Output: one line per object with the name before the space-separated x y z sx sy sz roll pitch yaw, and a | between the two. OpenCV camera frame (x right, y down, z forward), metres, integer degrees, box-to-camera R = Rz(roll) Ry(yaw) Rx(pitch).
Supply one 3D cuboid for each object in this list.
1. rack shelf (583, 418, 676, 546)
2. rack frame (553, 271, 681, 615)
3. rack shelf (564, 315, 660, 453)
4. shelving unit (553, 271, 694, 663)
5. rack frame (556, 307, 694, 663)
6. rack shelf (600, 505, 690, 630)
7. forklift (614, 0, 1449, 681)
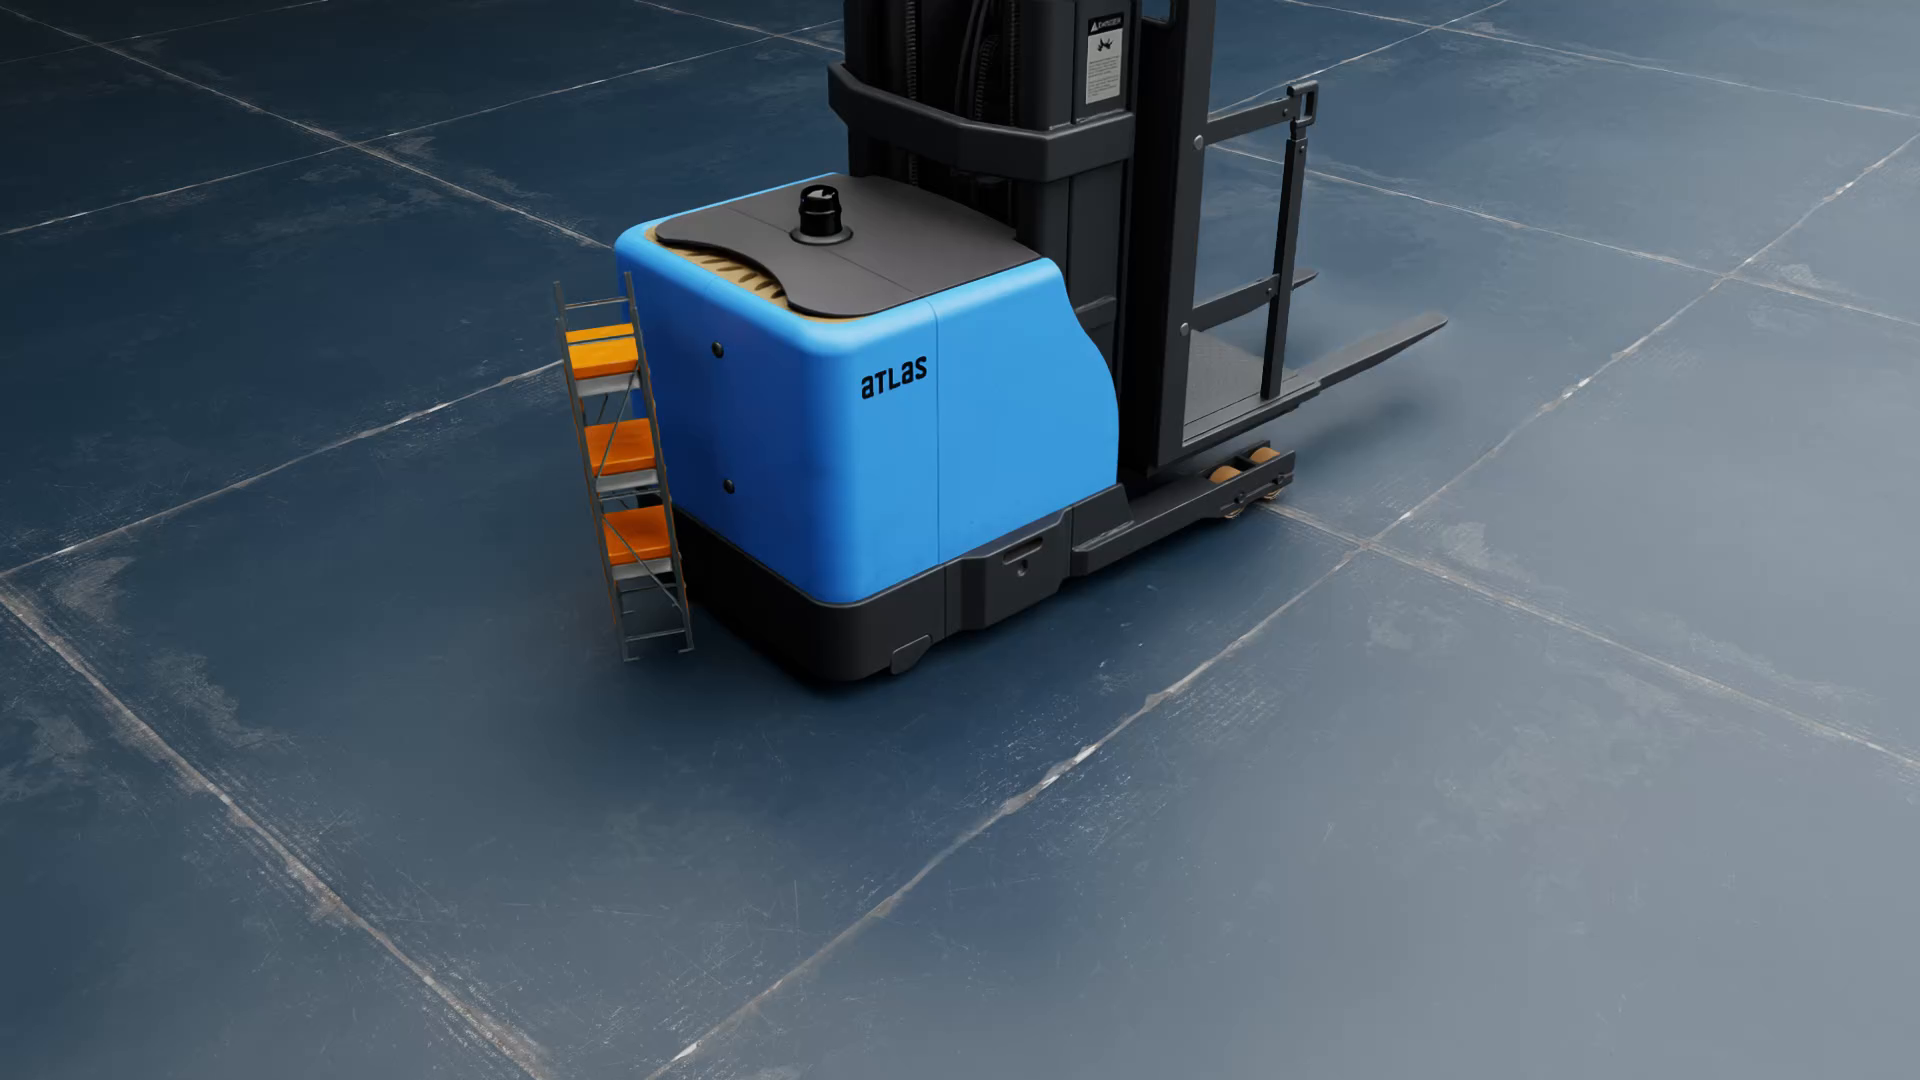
rack shelf | -0.905 -0.171 4.526 0.215 0.259 0.240 -10 32 -10
rack frame | -0.933 -0.241 4.622 0.200 1.050 0.008 -10 32 -10
rack shelf | -0.920 -0.412 4.377 0.215 0.259 0.240 -10 32 -10
shelving unit | -0.906 -0.180 4.520 0.215 1.050 0.252 -10 32 -10
rack frame | -0.878 -0.119 4.419 0.200 1.050 0.008 -10 32 -10
rack shelf | -0.890 0.065 4.672 0.215 0.259 0.240 -10 32 -10
forklift | 0.467 -1.508 4.913 3.031 2.935 1.130 -24 39 -34
